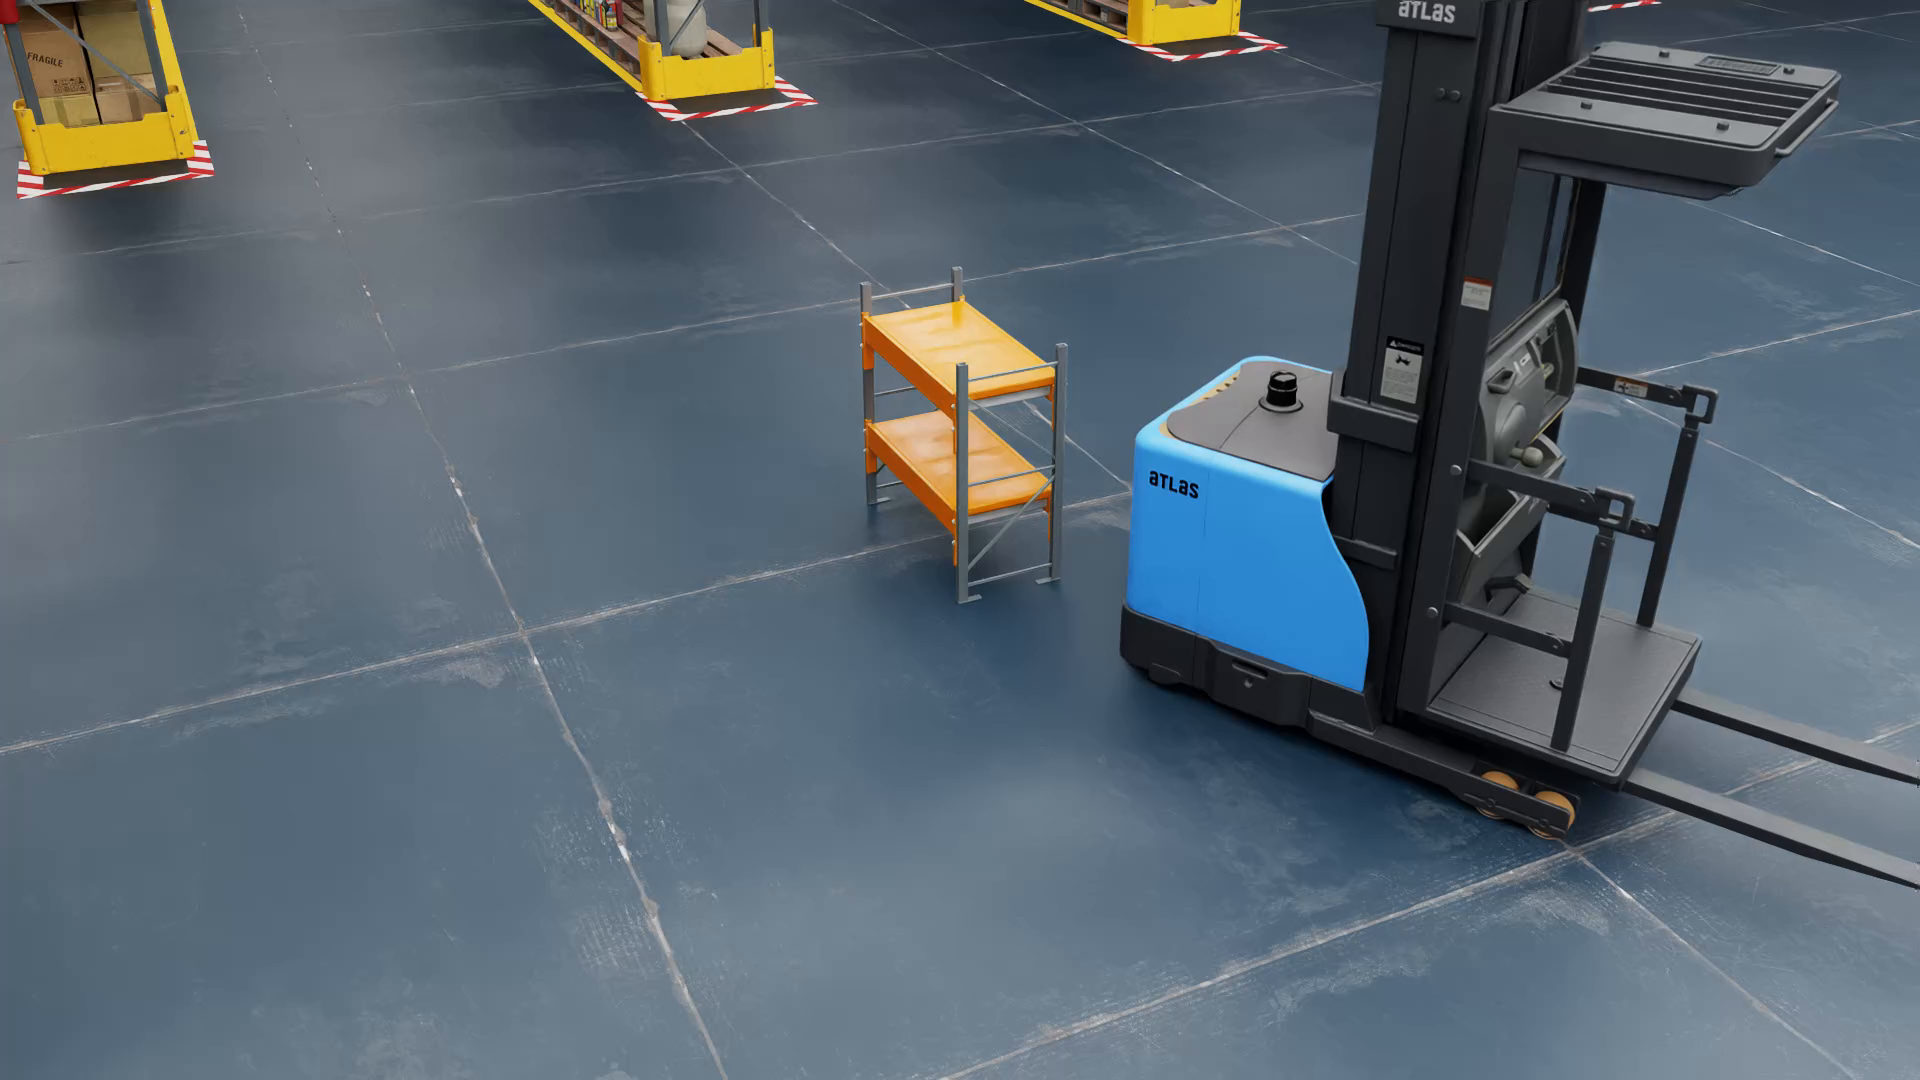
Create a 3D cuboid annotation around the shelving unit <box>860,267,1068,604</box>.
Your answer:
[{"bbox_3d":[-0.003,-0.494,7.480,0.538,1.125,1.048,-13,32,-22],"label":"shelving unit"}]

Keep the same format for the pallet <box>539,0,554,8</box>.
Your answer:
[{"bbox_3d":[-4.270,-6.228,18.641,1.003,0.211,1.213,-13,32,-22],"label":"pallet"}]

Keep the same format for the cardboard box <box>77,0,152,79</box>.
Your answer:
[{"bbox_3d":[-6.901,-4.115,13.638,0.500,0.500,0.500,-13,32,-22],"label":"cardboard box"}]

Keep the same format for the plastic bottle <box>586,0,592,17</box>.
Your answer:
[{"bbox_3d":[-3.662,-5.427,16.621,0.144,0.351,0.185,-13,32,-22],"label":"plastic bottle"}]

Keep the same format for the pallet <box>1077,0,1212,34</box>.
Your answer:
[{"bbox_3d":[1.943,-5.562,17.454,1.003,0.211,1.213,-13,32,-22],"label":"pallet"}]

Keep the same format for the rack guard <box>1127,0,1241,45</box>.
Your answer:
[{"bbox_3d":[2.260,-5.322,16.730,1.175,0.500,0.348,-13,32,-22],"label":"rack guard"}]

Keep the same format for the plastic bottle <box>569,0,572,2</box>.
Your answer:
[{"bbox_3d":[-3.993,-5.740,17.254,0.152,0.276,0.135,-12,31,-20],"label":"plastic bottle"}]

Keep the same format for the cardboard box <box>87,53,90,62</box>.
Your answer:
[{"bbox_3d":[-7.808,-4.119,14.411,0.500,0.250,0.500,-13,32,-22],"label":"cardboard box"}]

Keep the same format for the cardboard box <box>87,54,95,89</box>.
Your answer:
[{"bbox_3d":[-7.595,-3.898,14.016,0.500,0.250,0.500,-13,32,-22],"label":"cardboard box"}]

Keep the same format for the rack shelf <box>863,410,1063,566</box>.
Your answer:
[{"bbox_3d":[-0.003,-0.280,7.600,0.538,0.278,1.000,-13,32,-22],"label":"rack shelf"}]

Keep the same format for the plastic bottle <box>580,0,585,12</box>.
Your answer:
[{"bbox_3d":[-3.812,-5.504,16.826,0.061,0.283,0.133,-12,31,-20],"label":"plastic bottle"}]

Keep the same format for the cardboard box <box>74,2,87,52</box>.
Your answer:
[{"bbox_3d":[-7.811,-4.446,14.226,0.500,0.500,0.500,-13,32,-22],"label":"cardboard box"}]

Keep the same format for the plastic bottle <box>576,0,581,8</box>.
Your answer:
[{"bbox_3d":[-3.845,-5.615,16.955,0.144,0.351,0.185,-15,32,-24],"label":"plastic bottle"}]

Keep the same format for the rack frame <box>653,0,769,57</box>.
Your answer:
[{"bbox_3d":[-2.181,-5.339,14.204,1.000,3.000,0.127,-13,32,-22],"label":"rack frame"}]

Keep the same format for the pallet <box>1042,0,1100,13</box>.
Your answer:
[{"bbox_3d":[1.424,-6.101,18.414,1.003,0.211,1.213,-13,32,-22],"label":"pallet"}]

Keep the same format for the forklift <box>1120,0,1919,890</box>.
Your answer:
[{"bbox_3d":[2.143,-0.518,5.678,3.031,2.935,1.130,20,35,31],"label":"forklift"}]

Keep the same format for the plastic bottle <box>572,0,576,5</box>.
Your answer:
[{"bbox_3d":[-3.926,-5.699,17.104,0.144,0.351,0.185,-12,32,-21],"label":"plastic bottle"}]

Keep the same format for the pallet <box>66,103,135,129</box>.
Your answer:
[{"bbox_3d":[-7.022,-3.413,13.621,1.003,0.211,1.213,-13,32,-22],"label":"pallet"}]

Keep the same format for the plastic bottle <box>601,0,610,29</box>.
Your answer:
[{"bbox_3d":[-3.432,-5.113,16.129,0.061,0.283,0.133,-12,32,-21],"label":"plastic bottle"}]

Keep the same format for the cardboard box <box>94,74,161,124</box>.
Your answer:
[{"bbox_3d":[-6.685,-3.568,13.428,0.500,0.250,0.500,-13,32,-22],"label":"cardboard box"}]

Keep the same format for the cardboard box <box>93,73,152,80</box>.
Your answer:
[{"bbox_3d":[-6.903,-3.788,13.820,0.500,0.250,0.500,-13,32,-22],"label":"cardboard box"}]

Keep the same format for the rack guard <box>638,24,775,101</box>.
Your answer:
[{"bbox_3d":[-2.256,-4.272,14.858,1.175,0.500,0.348,-13,32,-22],"label":"rack guard"}]

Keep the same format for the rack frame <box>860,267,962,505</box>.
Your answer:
[{"bbox_3d":[-0.221,-0.718,7.881,0.500,1.125,0.032,-13,32,-22],"label":"rack frame"}]

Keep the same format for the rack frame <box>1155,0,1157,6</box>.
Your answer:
[{"bbox_3d":[2.293,-6.379,16.059,1.000,3.000,0.127,-13,32,-22],"label":"rack frame"}]

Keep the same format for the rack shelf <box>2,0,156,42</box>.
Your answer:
[{"bbox_3d":[-7.514,-4.870,14.104,1.077,0.370,4.000,-13,32,-22],"label":"rack shelf"}]

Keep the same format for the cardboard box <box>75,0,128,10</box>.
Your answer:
[{"bbox_3d":[-7.128,-4.334,14.027,0.500,0.500,0.500,-13,32,-22],"label":"cardboard box"}]

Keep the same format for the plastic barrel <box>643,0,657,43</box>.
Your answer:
[{"bbox_3d":[-2.747,-4.933,15.595,0.421,0.512,0.421,0,29,0],"label":"plastic barrel"}]

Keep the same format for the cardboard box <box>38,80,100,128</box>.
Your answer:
[{"bbox_3d":[-7.153,-3.459,13.234,0.500,0.250,0.500,-13,32,-22],"label":"cardboard box"}]

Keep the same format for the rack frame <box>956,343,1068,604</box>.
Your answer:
[{"bbox_3d":[0.215,-0.269,7.080,0.500,1.125,0.032,-13,32,-22],"label":"rack frame"}]

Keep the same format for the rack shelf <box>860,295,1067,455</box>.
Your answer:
[{"bbox_3d":[-0.003,-0.749,7.337,0.538,0.278,1.000,-13,32,-22],"label":"rack shelf"}]

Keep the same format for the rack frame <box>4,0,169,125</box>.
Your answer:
[{"bbox_3d":[-6.656,-4.300,12.352,1.000,3.000,0.127,-13,32,-22],"label":"rack frame"}]

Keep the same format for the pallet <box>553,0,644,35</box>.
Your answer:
[{"bbox_3d":[-3.647,-5.584,17.492,1.003,0.211,1.213,-13,32,-22],"label":"pallet"}]

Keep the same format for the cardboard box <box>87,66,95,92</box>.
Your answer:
[{"bbox_3d":[-7.378,-3.677,13.623,0.500,0.250,0.500,-13,32,-22],"label":"cardboard box"}]

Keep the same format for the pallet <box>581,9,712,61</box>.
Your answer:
[{"bbox_3d":[-3.119,-5.044,16.530,1.003,0.211,1.213,-13,32,-22],"label":"pallet"}]

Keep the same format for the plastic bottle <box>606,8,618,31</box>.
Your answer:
[{"bbox_3d":[-3.365,-5.029,16.064,0.097,0.201,0.097,0,29,0],"label":"plastic bottle"}]

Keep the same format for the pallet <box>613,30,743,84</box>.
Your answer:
[{"bbox_3d":[-2.600,-4.506,15.570,1.003,0.211,1.213,-13,32,-22],"label":"pallet"}]

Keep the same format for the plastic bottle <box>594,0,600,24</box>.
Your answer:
[{"bbox_3d":[-3.508,-5.240,16.363,0.152,0.276,0.135,-14,32,-23],"label":"plastic bottle"}]

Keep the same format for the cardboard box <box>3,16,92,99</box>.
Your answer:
[{"bbox_3d":[-7.155,-3.786,13.050,0.500,0.500,0.500,-13,32,-22],"label":"cardboard box"}]

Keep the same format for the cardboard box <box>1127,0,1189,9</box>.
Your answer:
[{"bbox_3d":[2.040,-5.751,17.066,0.500,0.500,0.500,-7,30,-13],"label":"cardboard box"}]

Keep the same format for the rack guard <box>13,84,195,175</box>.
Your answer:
[{"bbox_3d":[-6.645,-3.200,12.945,1.175,0.500,0.348,-13,32,-22],"label":"rack guard"}]

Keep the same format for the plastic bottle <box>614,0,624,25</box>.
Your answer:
[{"bbox_3d":[-3.352,-5.205,16.293,0.061,0.283,0.133,-13,32,-22],"label":"plastic bottle"}]

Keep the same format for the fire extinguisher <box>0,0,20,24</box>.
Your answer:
[{"bbox_3d":[-7.025,-4.117,12.104,0.296,0.674,0.183,-13,32,-22],"label":"fire extinguisher"}]

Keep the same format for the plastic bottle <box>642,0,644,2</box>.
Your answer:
[{"bbox_3d":[-3.221,-5.629,17.048,0.061,0.283,0.133,-13,32,-22],"label":"plastic bottle"}]

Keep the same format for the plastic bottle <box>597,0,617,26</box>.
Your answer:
[{"bbox_3d":[-3.448,-5.179,16.254,0.152,0.276,0.135,-13,32,-22],"label":"plastic bottle"}]

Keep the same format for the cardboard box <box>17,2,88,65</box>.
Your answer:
[{"bbox_3d":[-7.597,-4.224,13.832,0.500,0.500,0.500,-13,32,-22],"label":"cardboard box"}]

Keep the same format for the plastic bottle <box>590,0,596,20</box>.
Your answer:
[{"bbox_3d":[-3.583,-5.345,16.474,0.144,0.351,0.185,-12,31,-20],"label":"plastic bottle"}]

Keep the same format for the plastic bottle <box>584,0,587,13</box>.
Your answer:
[{"bbox_3d":[-3.745,-5.420,16.760,0.097,0.201,0.097,0,29,0],"label":"plastic bottle"}]

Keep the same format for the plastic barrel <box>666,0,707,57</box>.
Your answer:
[{"bbox_3d":[-2.532,-4.712,15.200,0.421,0.512,0.421,0,29,0],"label":"plastic barrel"}]
